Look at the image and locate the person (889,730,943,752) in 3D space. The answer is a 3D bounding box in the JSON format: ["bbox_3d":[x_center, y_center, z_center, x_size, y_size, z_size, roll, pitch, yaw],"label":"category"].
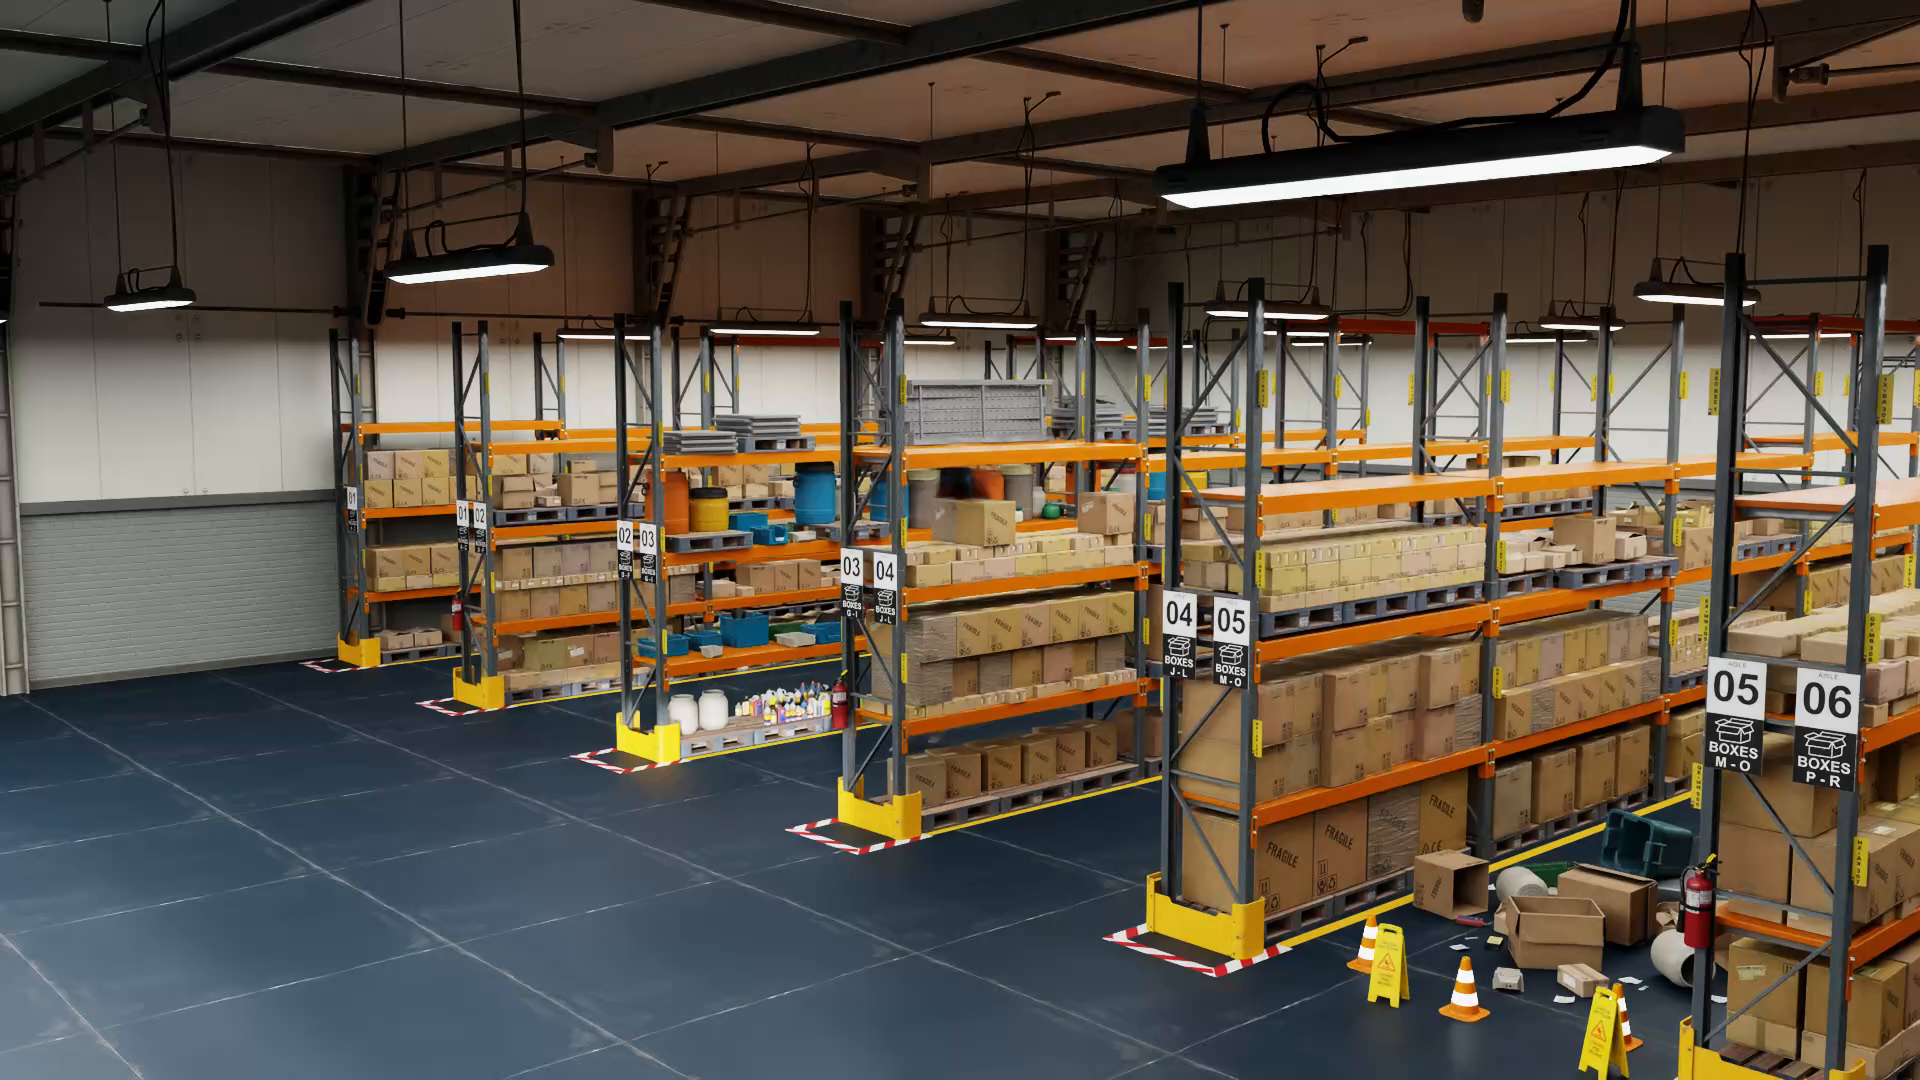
[{"bbox_3d":[-0.648,2.071,22.933,0.539,1.650,0.861,4,7,37],"label":"person"}]
